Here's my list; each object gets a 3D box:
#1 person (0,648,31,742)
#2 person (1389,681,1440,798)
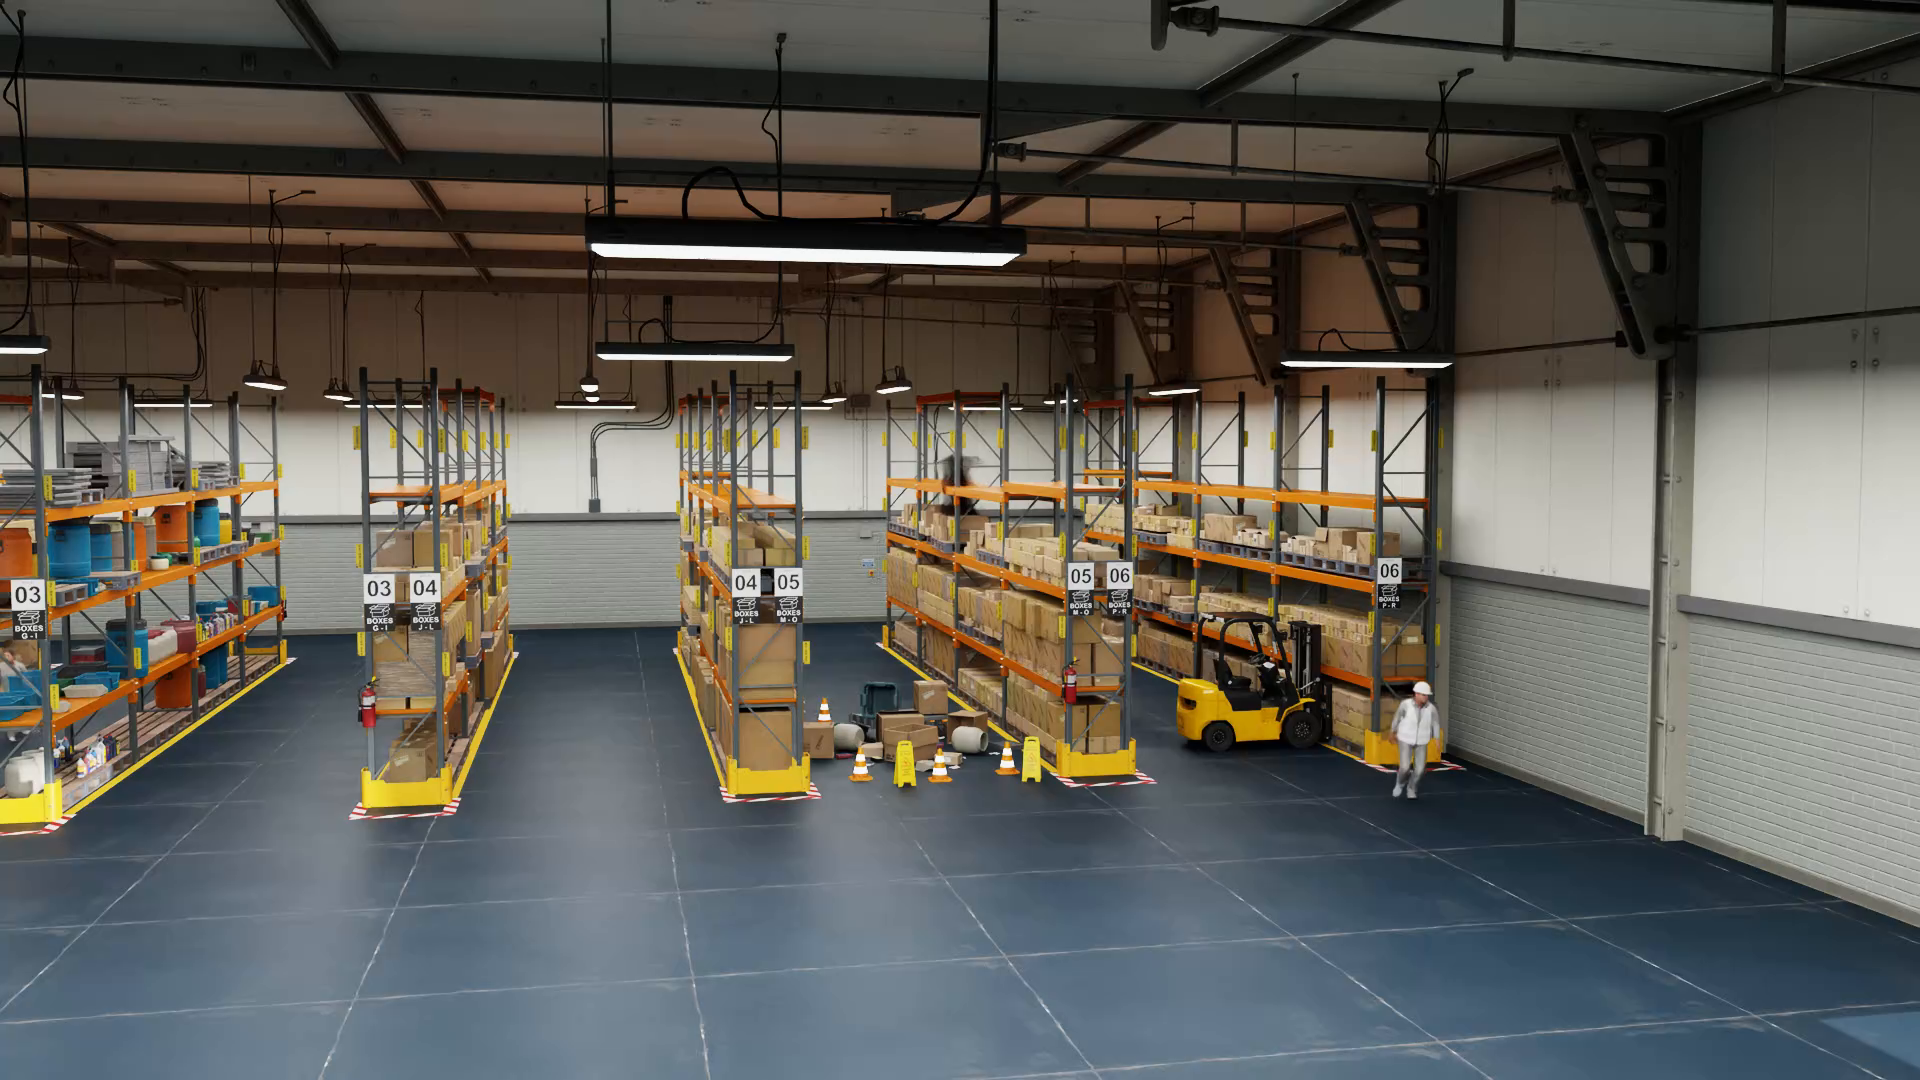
[{"bbox_3d":[-15.810,2.563,27.755,0.579,1.577,0.779,-2,4,-33],"label":"person"},{"bbox_3d":[6.313,2.771,23.022,0.632,1.681,0.681,0,3,0],"label":"person"}]
